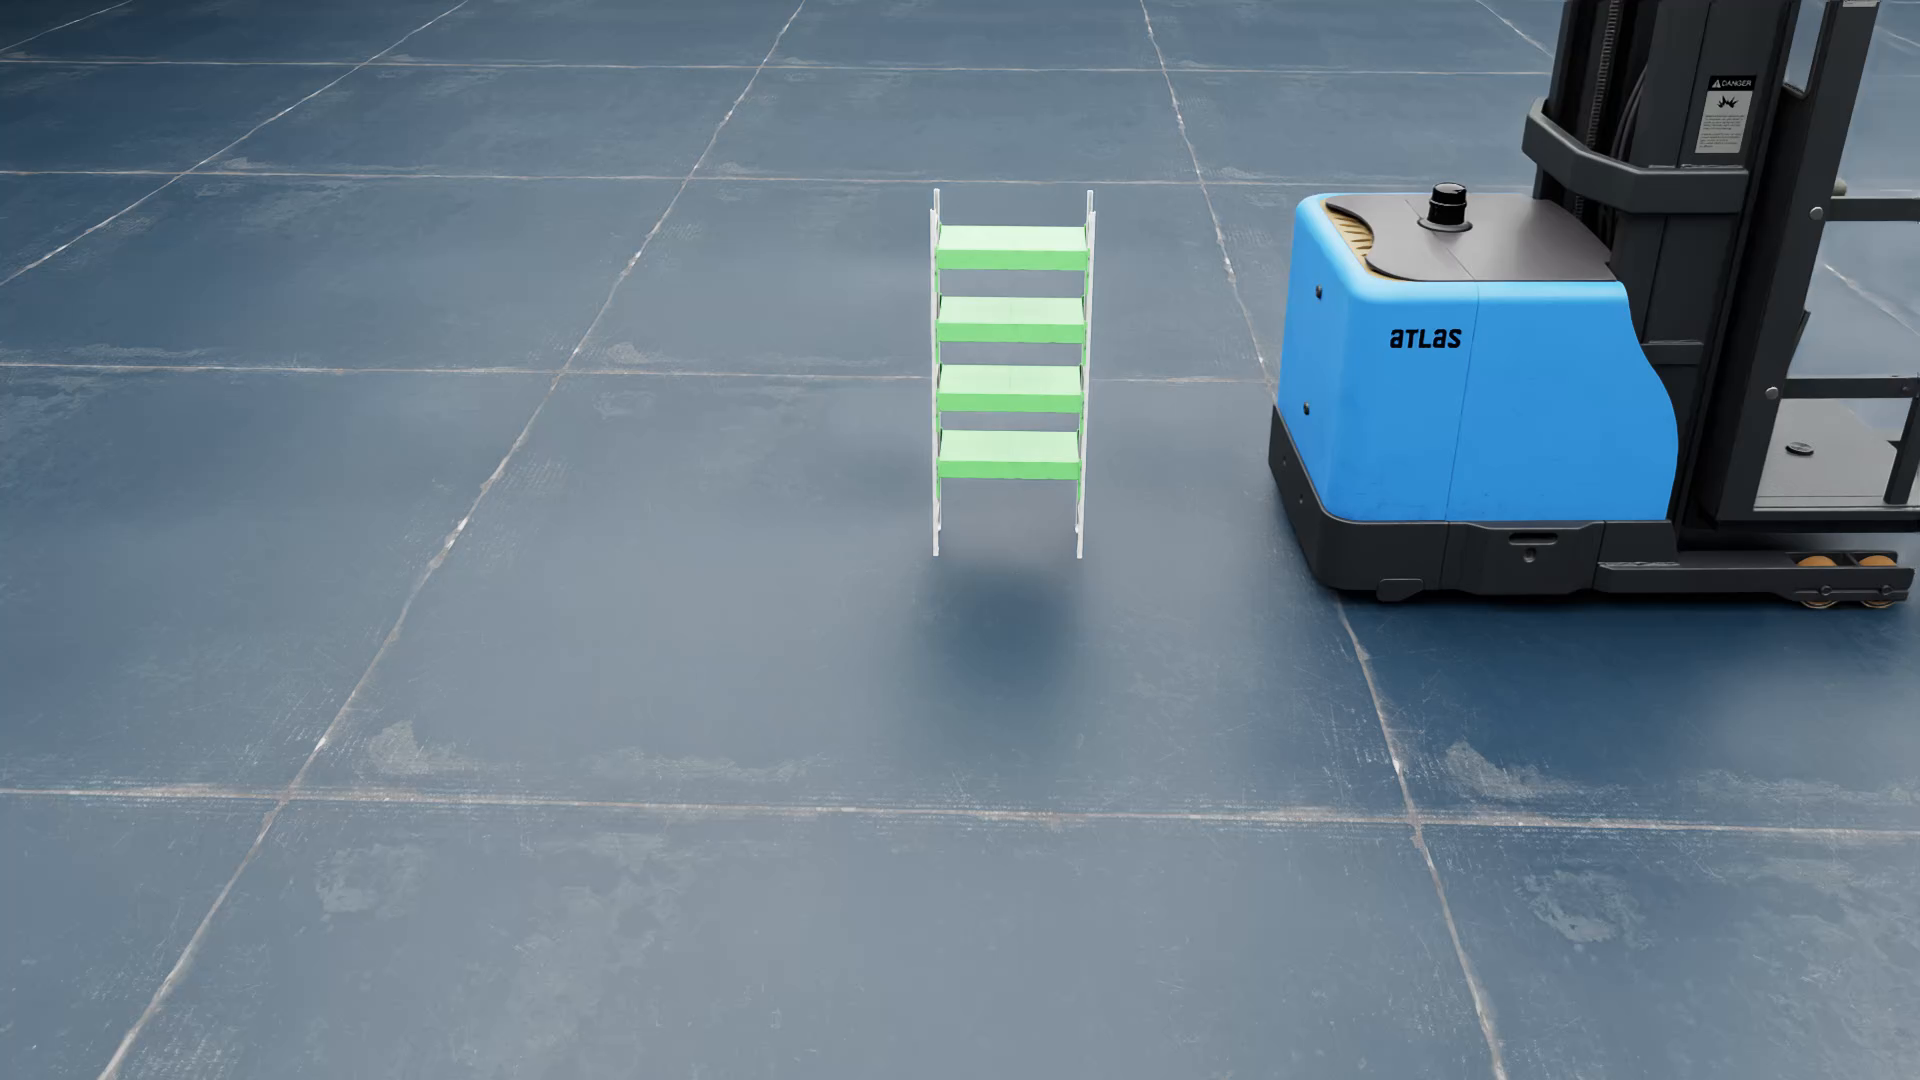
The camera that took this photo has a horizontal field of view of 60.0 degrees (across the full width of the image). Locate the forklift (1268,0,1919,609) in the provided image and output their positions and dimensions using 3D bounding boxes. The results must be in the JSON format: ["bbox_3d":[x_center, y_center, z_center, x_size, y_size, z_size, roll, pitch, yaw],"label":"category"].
[{"bbox_3d":[2.655,-1.324,5.118,3.031,2.935,1.130,0,28,-1],"label":"forklift"}]

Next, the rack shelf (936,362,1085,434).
[{"bbox_3d":[0.165,-0.471,5.494,0.480,0.148,0.258,1,28,2],"label":"rack shelf"}]

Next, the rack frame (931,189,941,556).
[{"bbox_3d":[-0.078,-0.531,5.471,0.015,1.200,0.240,1,28,2],"label":"rack frame"}]

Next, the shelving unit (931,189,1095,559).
[{"bbox_3d":[0.165,-0.527,5.464,0.503,1.200,0.258,1,28,2],"label":"shelving unit"}]

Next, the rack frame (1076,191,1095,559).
[{"bbox_3d":[0.409,-0.523,5.456,0.015,1.200,0.240,1,28,2],"label":"rack frame"}]

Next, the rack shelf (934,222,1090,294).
[{"bbox_3d":[0.165,-0.895,5.269,0.480,0.148,0.258,1,28,2],"label":"rack shelf"}]

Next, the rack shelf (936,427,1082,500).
[{"bbox_3d":[0.165,-0.259,5.606,0.480,0.148,0.258,1,28,2],"label":"rack shelf"}]

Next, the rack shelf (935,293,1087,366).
[{"bbox_3d":[0.165,-0.683,5.381,0.480,0.148,0.258,1,28,2],"label":"rack shelf"}]
